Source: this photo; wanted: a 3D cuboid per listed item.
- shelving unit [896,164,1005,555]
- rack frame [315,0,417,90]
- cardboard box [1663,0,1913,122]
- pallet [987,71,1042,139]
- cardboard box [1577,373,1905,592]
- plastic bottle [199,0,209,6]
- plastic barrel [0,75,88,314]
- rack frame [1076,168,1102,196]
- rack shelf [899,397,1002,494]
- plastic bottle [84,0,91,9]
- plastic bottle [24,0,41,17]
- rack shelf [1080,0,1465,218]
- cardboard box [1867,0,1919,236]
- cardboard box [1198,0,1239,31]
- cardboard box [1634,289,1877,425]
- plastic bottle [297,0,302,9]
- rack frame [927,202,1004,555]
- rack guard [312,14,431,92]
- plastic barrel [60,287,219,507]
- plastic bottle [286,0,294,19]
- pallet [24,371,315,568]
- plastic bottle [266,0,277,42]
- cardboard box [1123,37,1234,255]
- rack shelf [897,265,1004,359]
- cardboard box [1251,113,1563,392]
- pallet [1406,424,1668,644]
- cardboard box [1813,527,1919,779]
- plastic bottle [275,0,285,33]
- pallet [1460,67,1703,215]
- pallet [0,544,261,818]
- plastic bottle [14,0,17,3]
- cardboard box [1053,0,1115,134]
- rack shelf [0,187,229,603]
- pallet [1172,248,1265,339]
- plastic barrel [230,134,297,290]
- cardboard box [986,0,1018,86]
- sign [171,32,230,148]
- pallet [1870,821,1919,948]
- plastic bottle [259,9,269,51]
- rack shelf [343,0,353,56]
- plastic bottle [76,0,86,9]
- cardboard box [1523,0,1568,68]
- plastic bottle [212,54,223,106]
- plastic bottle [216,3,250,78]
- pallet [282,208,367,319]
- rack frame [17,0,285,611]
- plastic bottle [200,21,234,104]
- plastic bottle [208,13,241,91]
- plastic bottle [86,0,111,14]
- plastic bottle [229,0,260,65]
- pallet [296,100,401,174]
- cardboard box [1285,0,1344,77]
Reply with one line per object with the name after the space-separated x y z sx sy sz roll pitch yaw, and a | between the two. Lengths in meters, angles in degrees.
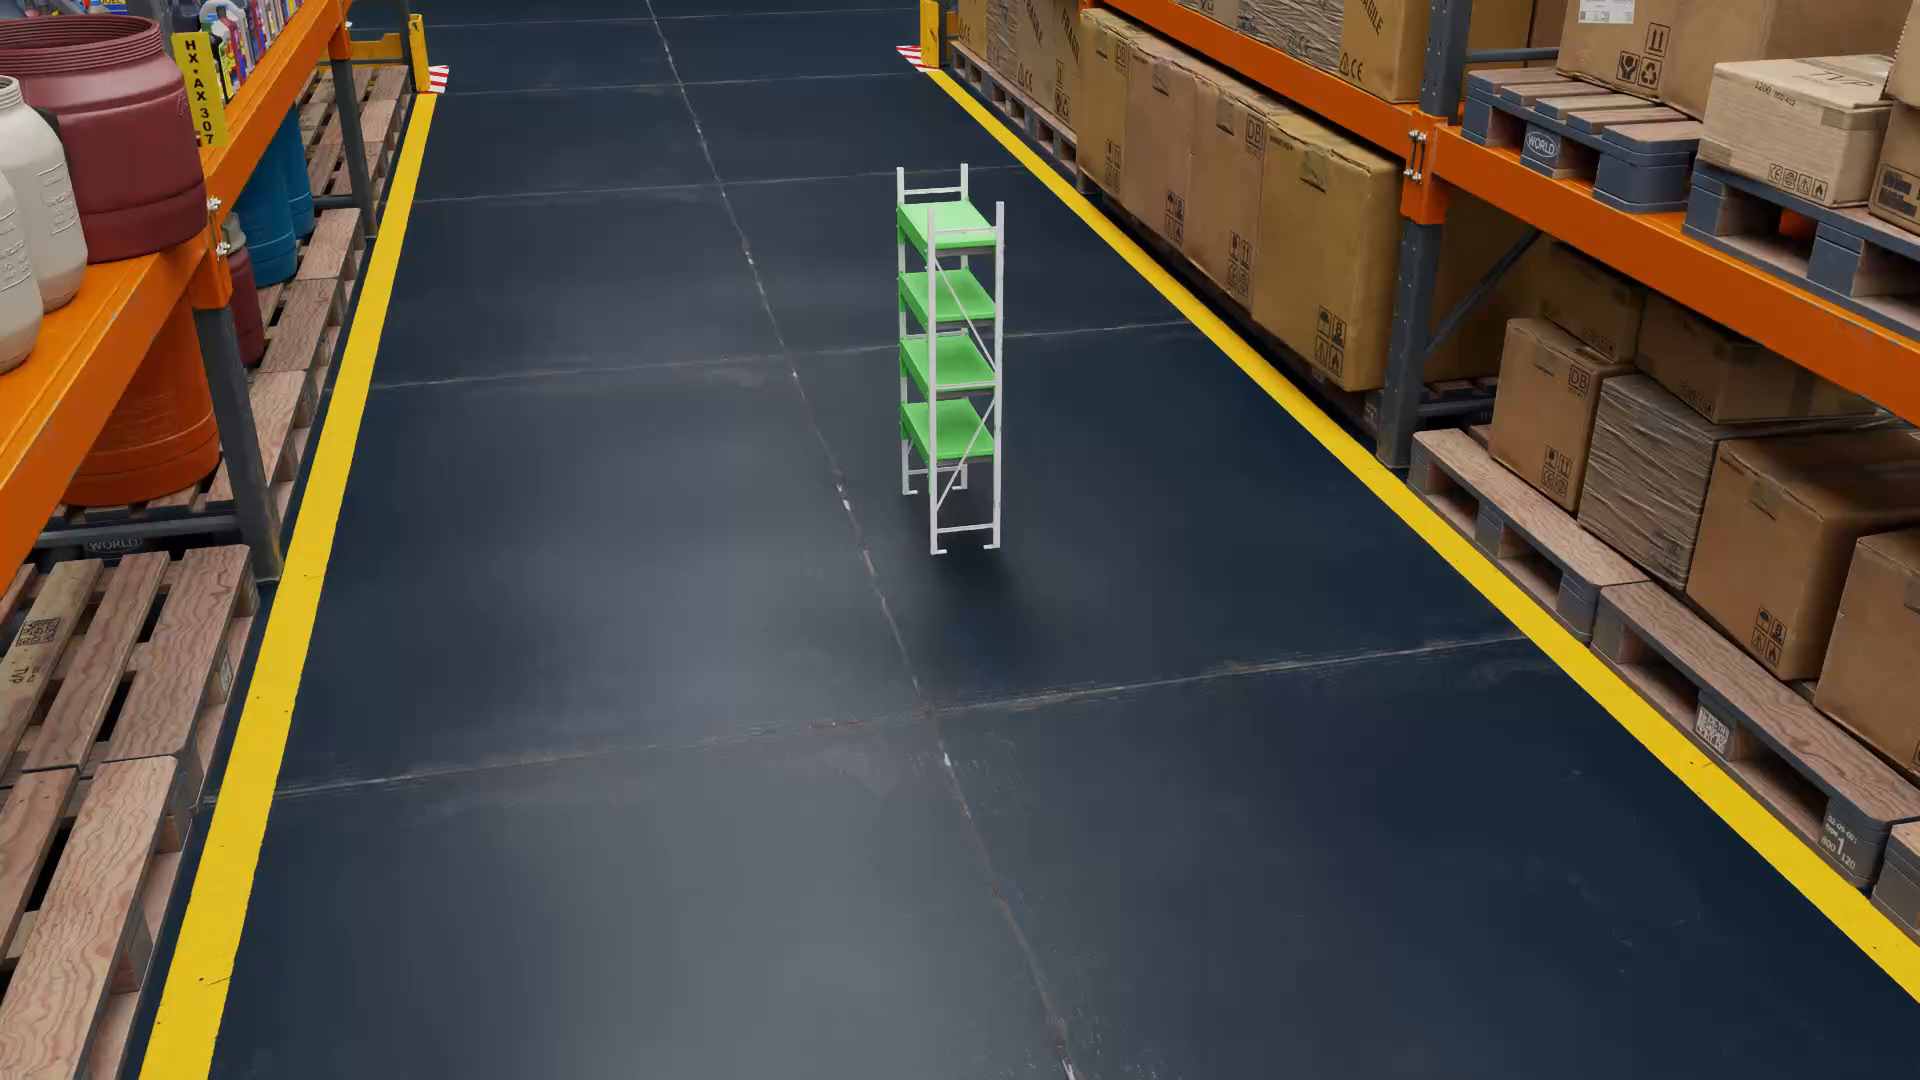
-0.037 -0.608 5.624 0.258 1.200 0.503 -6 27 -12 | shelving unit
-4.539 -4.684 11.700 1.000 3.000 0.127 -6 27 -12 | rack frame
2.473 -1.439 4.695 0.700 0.500 0.500 -2 27 -4 | cardboard box
0.814 -3.064 11.586 1.003 0.211 1.213 -6 27 -12 | pallet
2.397 -0.221 5.144 0.700 0.500 0.500 -8 28 -16 | cardboard box
-3.073 -2.166 6.856 0.097 0.271 0.097 0 27 0 | plastic bottle
-2.296 -0.792 3.865 0.421 0.512 0.421 0 27 0 | plastic barrel
1.188 -3.431 9.218 1.000 3.000 0.127 -6 27 -12 | rack frame
-0.037 -0.337 5.761 0.258 0.148 0.480 -6 27 -12 | rack shelf
-3.696 -2.224 6.965 0.152 0.276 0.135 -6 27 -12 | plastic bottle
-3.513 -1.901 6.318 0.061 0.283 0.133 -6 27 -12 | plastic bottle
1.639 -2.231 7.640 1.077 0.370 4.000 -6 27 -12 | rack shelf
2.510 -0.904 3.631 0.797 0.503 0.637 -3 27 -6 | cardboard box
1.396 -2.581 7.424 0.500 0.500 0.500 -5 27 -11 | cardboard box
2.399 -0.567 4.998 0.500 0.250 0.500 -3 27 -6 | cardboard box
-3.137 -2.638 7.778 0.061 0.283 0.133 -6 27 -12 | plastic bottle
0.018 -0.501 5.411 0.240 1.200 0.015 -6 27 -12 | rack frame
-4.557 -3.577 12.282 1.175 0.500 0.348 -6 27 -12 | rack guard
-2.863 -0.603 5.559 0.600 0.830 0.708 -6 27 -12 | plastic barrel
-3.112 -2.535 7.499 0.144 0.351 0.185 -6 27 -12 | plastic bottle
-2.954 -0.269 6.048 1.003 0.211 1.213 -6 27 -12 | pallet
-2.955 -2.210 7.020 0.097 0.201 0.097 0 27 0 | plastic bottle
1.554 -1.998 8.272 1.225 0.875 0.875 -7 28 -13 | cardboard box
-0.037 -0.766 5.544 0.258 0.148 0.480 -6 27 -12 | rack shelf
1.954 -1.219 6.727 1.225 0.875 0.875 -7 28 -14 | cardboard box
2.264 -0.087 5.687 1.003 0.211 1.213 -6 27 -12 | pallet
2.658 0.272 4.167 0.700 0.500 0.500 -8 28 -16 | cardboard box
-3.038 -2.350 7.215 0.152 0.276 0.135 -6 27 -12 | plastic bottle
2.354 -1.287 5.184 1.213 0.211 1.003 -6 27 -12 | pallet
-2.599 0.417 4.689 1.003 0.211 1.213 -6 27 -12 | pallet
-3.572 -1.895 6.305 0.061 0.283 0.133 -6 27 -12 | plastic bottle
1.117 -2.967 10.192 0.875 0.875 0.875 -6 27 -12 | cardboard box
-2.285 0.028 3.165 1.077 0.370 4.000 -6 27 -12 | rack shelf
1.714 -1.318 8.127 1.003 0.211 1.213 -6 27 -12 | pallet
-3.372 -1.627 7.507 0.600 0.901 0.708 -6 27 -12 | plastic barrel
0.714 -3.753 11.749 0.875 0.875 0.875 -6 27 -12 | cardboard box
-2.202 -1.303 4.822 0.100 0.325 0.005 -6 27 -12 | sign
2.814 0.985 3.565 1.003 0.211 1.213 -6 27 -12 | pallet
-2.902 -2.108 6.818 0.097 0.201 0.097 0 27 0 | plastic bottle
-4.088 -3.484 10.123 1.077 0.370 4.000 -6 27 -12 | rack shelf
-3.644 -2.122 6.763 0.152 0.276 0.135 -6 27 -12 | plastic bottle
2.245 -1.960 6.194 0.500 0.500 0.500 -5 27 -10 | cardboard box
-2.609 -1.609 5.738 0.061 0.283 0.133 -6 27 -12 | plastic bottle
-2.778 -1.898 6.324 0.097 0.271 0.097 0 27 0 | plastic bottle
-3.504 -1.340 8.170 1.003 0.211 1.213 -6 27 -12 | pallet
-2.736 -1.172 4.742 1.000 3.000 0.127 -6 27 -12 | rack frame
-2.661 -1.710 5.939 0.061 0.283 0.133 -6 27 -12 | plastic bottle
-2.726 -1.796 6.123 0.097 0.271 0.097 0 27 0 | plastic bottle
-3.526 -2.110 6.821 0.097 0.201 0.097 0 27 0 | plastic bottle
-2.863 -2.052 6.541 0.144 0.351 0.185 -6 27 -12 | plastic bottle
-4.120 -2.538 10.545 1.003 0.211 1.213 -6 27 -12 | pallet
1.630 -2.130 6.530 0.500 0.500 0.500 -6 27 -12 | cardboard box
